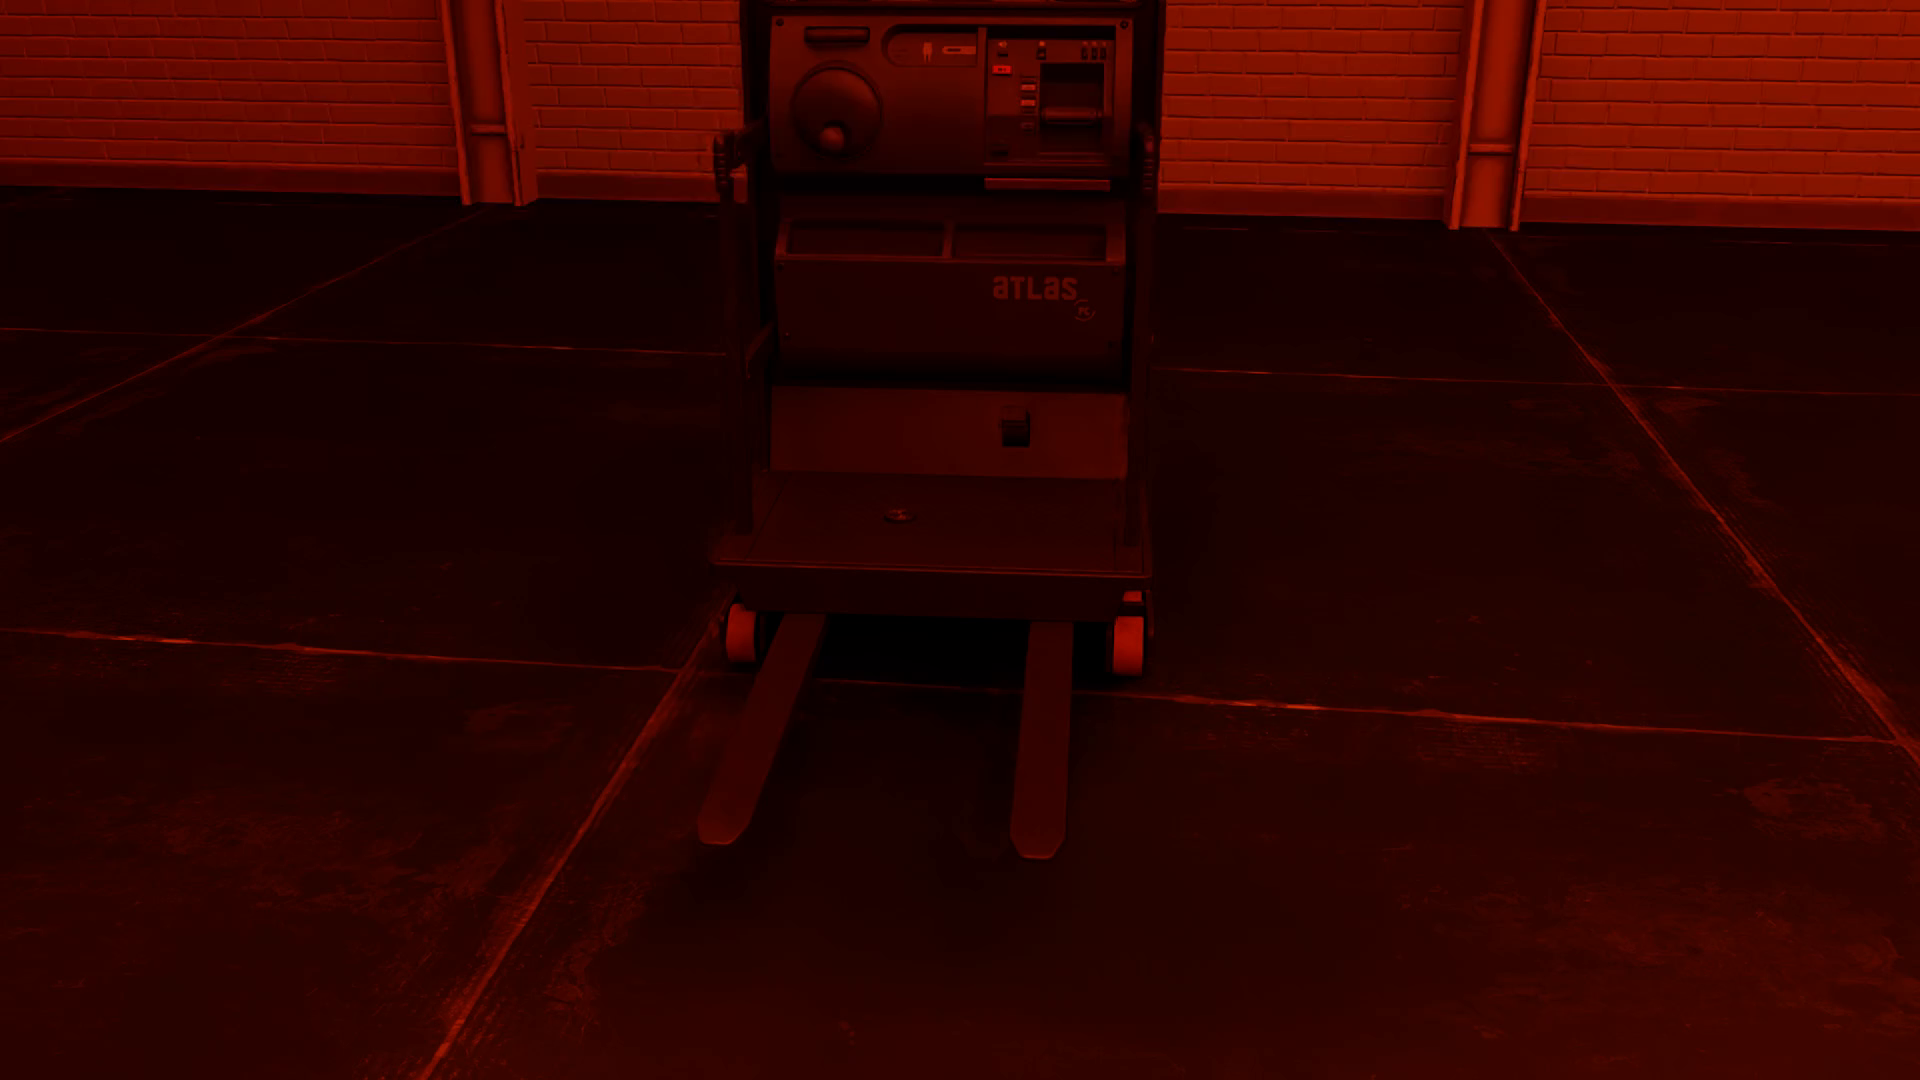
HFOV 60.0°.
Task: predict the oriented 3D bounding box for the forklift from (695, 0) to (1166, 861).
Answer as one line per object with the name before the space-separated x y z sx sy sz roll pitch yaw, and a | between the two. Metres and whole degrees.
forklift | -0.041 -1.131 4.063 1.130 2.935 3.031 2 22 4
